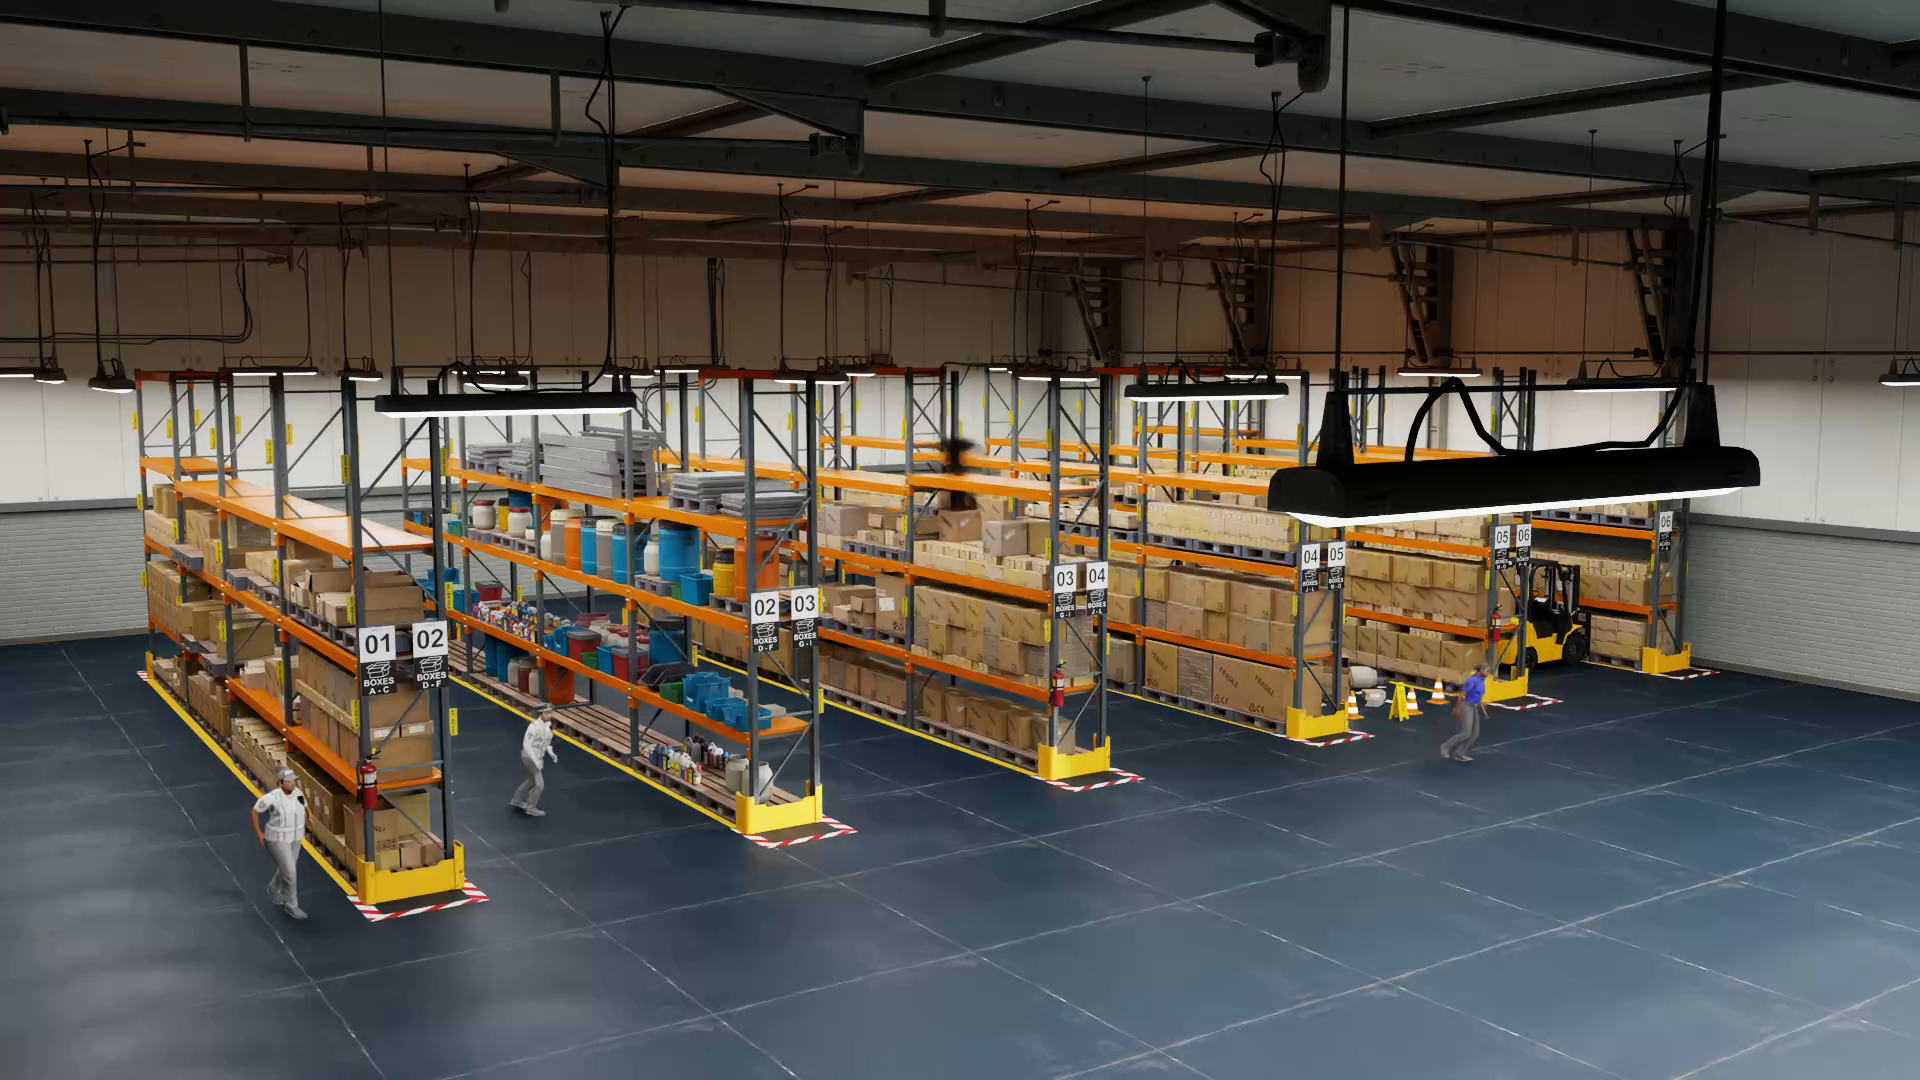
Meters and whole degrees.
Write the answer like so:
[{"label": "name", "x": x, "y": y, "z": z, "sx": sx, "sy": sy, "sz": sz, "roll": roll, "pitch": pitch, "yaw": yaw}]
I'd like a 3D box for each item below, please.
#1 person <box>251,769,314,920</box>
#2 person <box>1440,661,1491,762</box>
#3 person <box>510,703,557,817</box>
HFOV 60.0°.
[{"label": "person", "x": -7.648, "y": 3.391, "z": 18.792, "sx": 0.809, "sy": 1.669, "sz": 0.617, "roll": 4, "pitch": 7, "yaw": 30}, {"label": "person", "x": 7.826, "y": 2.646, "z": 25.729, "sx": 0.616, "sy": 1.574, "sz": 0.732, "roll": 5, "pitch": 8, "yaw": 39}, {"label": "person", "x": -5.872, "y": 2.988, "z": 22.718, "sx": 0.755, "sy": 1.626, "sz": 0.604, "roll": 1, "pitch": 7, "yaw": 9}]
